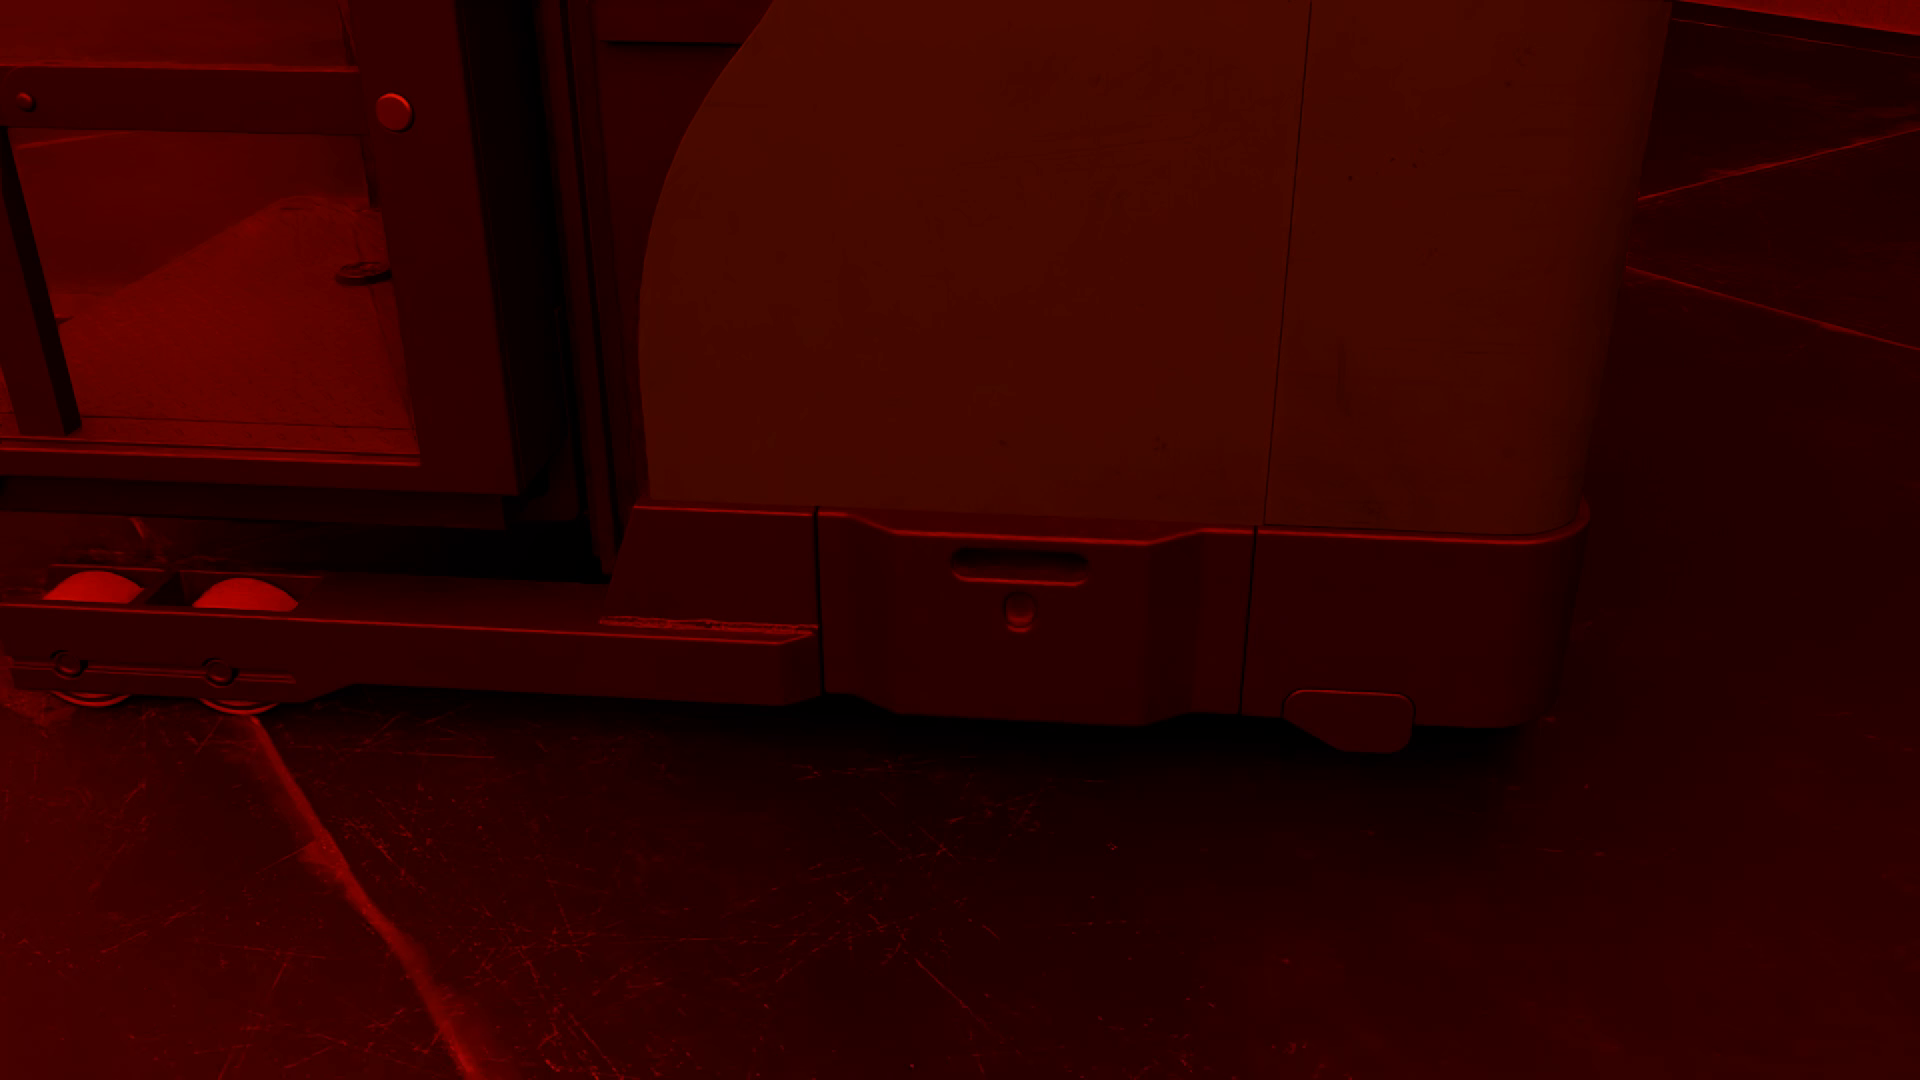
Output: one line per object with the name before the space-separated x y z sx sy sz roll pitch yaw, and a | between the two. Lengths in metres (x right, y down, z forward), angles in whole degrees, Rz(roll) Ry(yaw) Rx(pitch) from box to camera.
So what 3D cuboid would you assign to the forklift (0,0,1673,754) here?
forklift | -0.754 -1.325 1.873 3.031 2.935 1.130 3 27 5
